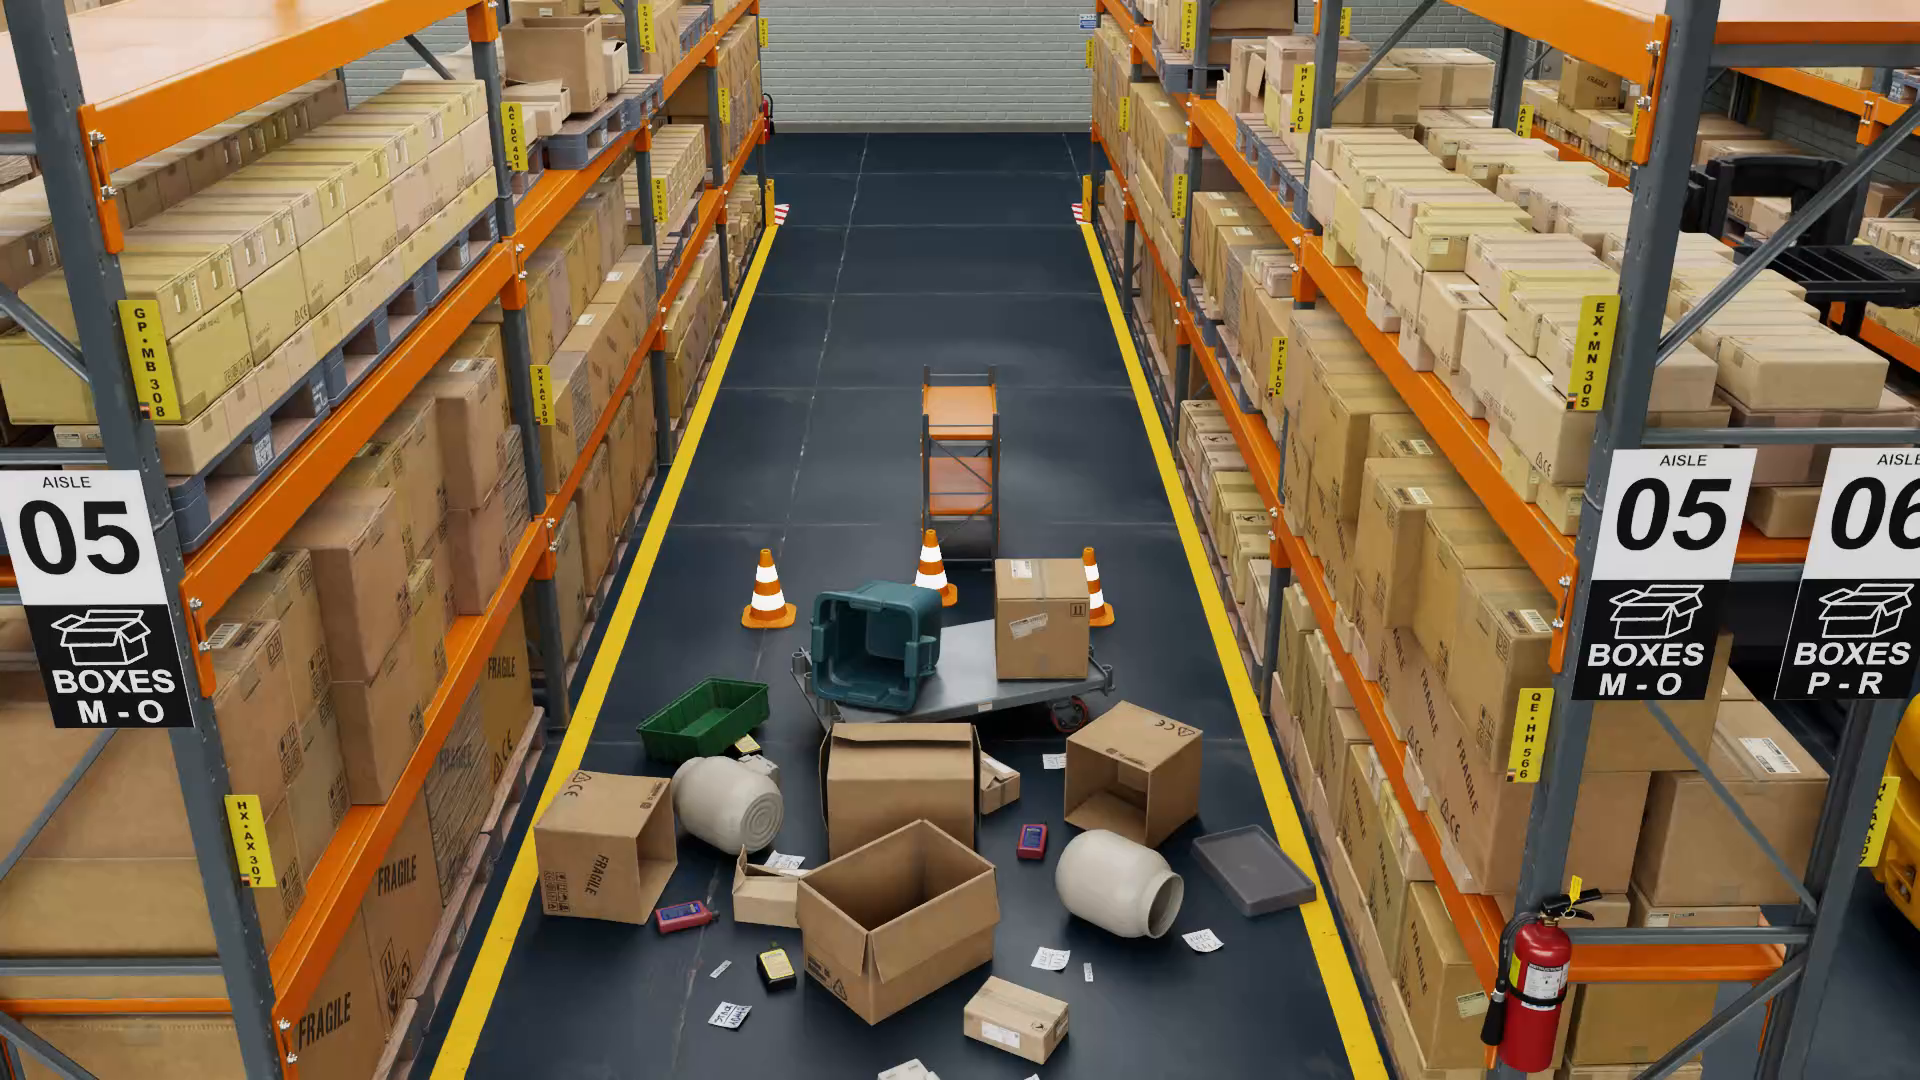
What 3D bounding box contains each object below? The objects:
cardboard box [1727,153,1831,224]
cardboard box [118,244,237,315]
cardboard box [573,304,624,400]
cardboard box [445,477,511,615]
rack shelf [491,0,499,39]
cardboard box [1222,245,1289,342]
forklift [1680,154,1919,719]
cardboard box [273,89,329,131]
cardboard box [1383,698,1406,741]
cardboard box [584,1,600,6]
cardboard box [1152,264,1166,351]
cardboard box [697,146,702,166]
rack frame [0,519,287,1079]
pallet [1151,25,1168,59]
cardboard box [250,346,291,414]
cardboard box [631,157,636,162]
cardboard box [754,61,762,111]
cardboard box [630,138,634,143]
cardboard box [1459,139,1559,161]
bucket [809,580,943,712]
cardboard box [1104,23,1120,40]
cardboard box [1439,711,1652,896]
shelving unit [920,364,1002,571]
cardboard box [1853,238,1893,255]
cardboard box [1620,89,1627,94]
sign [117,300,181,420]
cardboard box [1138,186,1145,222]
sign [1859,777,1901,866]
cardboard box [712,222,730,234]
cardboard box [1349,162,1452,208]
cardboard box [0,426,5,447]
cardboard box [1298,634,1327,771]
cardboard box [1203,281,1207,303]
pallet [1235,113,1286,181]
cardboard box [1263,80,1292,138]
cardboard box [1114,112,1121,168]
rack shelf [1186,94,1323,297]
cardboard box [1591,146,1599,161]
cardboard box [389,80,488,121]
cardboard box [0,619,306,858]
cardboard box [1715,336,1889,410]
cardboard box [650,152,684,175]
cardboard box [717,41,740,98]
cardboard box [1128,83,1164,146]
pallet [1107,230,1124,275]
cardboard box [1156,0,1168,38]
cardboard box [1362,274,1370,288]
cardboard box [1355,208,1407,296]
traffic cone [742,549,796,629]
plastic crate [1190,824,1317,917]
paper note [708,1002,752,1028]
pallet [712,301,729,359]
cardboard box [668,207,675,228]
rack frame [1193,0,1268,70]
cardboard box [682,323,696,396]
[{"bbox_3d":[6.947,-2.962,14.025,0.797,0.503,0.637,-1,24,-2],"label":"cardboard box"},{"bbox_3d":[-2.362,-0.763,4.862,0.380,0.149,0.250,0,24,0],"label":"cardboard box"},{"bbox_3d":[-2.470,-1.203,10.648,0.500,0.500,0.500,0,24,0],"label":"cardboard box"},{"bbox_3d":[-2.674,-0.006,7.941,0.875,0.550,0.550,0,24,-1],"label":"cardboard box"},{"bbox_3d":[-2.740,-3.364,9.626,1.077,0.370,4.000,0,24,-1],"label":"rack shelf"},{"bbox_3d":[1.983,-1.575,10.600,0.500,0.500,0.500,-1,24,-3],"label":"cardboard box"},{"bbox_3d":[4.604,-0.607,9.535,1.130,2.935,3.031,0,24,0],"label":"forklift"},{"bbox_3d":[-3.051,-1.912,7.403,0.380,0.149,0.250,0,24,-1],"label":"cardboard box"},{"bbox_3d":[1.972,0.703,6.861,0.380,0.149,0.250,-1,24,-1],"label":"cardboard box"},{"bbox_3d":[-3.042,-4.023,13.243,0.500,0.500,0.500,0,24,-1],"label":"cardboard box"},{"bbox_3d":[2.247,-2.272,15.203,0.875,0.875,0.875,0,24,1],"label":"cardboard box"},{"bbox_3d":[-2.600,-3.553,15.401,0.380,0.149,0.250,0,24,0],"label":"cardboard box"},{"bbox_3d":[-2.675,1.332,5.165,1.000,3.000,0.127,0,24,-1],"label":"rack frame"},{"bbox_3d":[2.111,-4.035,13.620,1.003,0.211,1.213,1,24,2],"label":"pallet"},{"bbox_3d":[-2.364,-0.508,5.267,0.380,0.149,0.250,0,24,0],"label":"cardboard box"},{"bbox_3d":[-3.262,-3.525,15.699,0.380,0.149,0.250,-1,24,-3],"label":"cardboard box"},{"bbox_3d":[-2.587,-5.258,19.253,0.500,0.500,0.500,0,24,1],"label":"cardboard box"},{"bbox_3d":[-3.262,-3.796,15.577,0.380,0.149,0.250,1,24,2],"label":"cardboard box"},{"bbox_3d":[2.531,-1.759,7.697,0.380,0.149,0.250,-1,24,-2],"label":"cardboard box"},{"bbox_3d":[-0.412,0.529,9.069,0.726,0.611,0.620,8,16,18],"label":"bucket"},{"bbox_3d":[1.809,-5.650,18.481,0.380,0.149,0.250,-1,24,-2],"label":"cardboard box"},{"bbox_3d":[1.992,0.865,5.716,0.500,0.500,0.500,-1,24,-1],"label":"cardboard box"},{"bbox_3d":[0.000,-0.515,11.524,0.538,1.125,1.048,0,24,-1],"label":"shelving unit"},{"bbox_3d":[6.885,-2.028,12.168,0.500,0.250,0.500,0,24,-1],"label":"cardboard box"},{"bbox_3d":[7.337,-5.015,19.019,0.500,0.250,0.500,0,24,0],"label":"cardboard box"},{"bbox_3d":[-2.120,-0.469,4.350,0.100,0.325,0.005,0,24,-1],"label":"sign"},{"bbox_3d":[1.880,-3.001,14.928,0.500,0.250,0.500,0,24,-1],"label":"cardboard box"},{"bbox_3d":[2.816,0.871,5.133,0.100,0.325,0.005,0,24,-1],"label":"sign"},{"bbox_3d":[-2.624,-3.244,17.511,0.380,0.149,0.250,-1,24,-2],"label":"cardboard box"},{"bbox_3d":[1.909,-1.540,7.212,0.380,0.149,0.250,0,24,-1],"label":"cardboard box"},{"bbox_3d":[-3.018,-0.292,4.791,0.380,0.149,0.250,0,24,-1],"label":"cardboard box"},{"bbox_3d":[1.984,0.805,8.248,0.500,0.500,0.500,1,24,2],"label":"cardboard box"},{"bbox_3d":[1.930,-1.741,11.754,0.380,0.149,0.250,-2,24,-4],"label":"cardboard box"},{"bbox_3d":[2.315,-2.343,9.879,1.213,0.211,1.003,0,24,-1],"label":"pallet"},{"bbox_3d":[2.074,-2.528,9.733,0.500,0.250,0.500,0,24,0],"label":"cardboard box"},{"bbox_3d":[1.871,-4.124,17.107,0.500,0.500,0.500,-1,24,-2],"label":"cardboard box"},{"bbox_3d":[2.208,-2.243,10.303,1.077,0.370,4.000,0,24,-1],"label":"rack shelf"},{"bbox_3d":[6.823,-4.039,17.344,0.380,0.149,0.250,0,24,1],"label":"cardboard box"},{"bbox_3d":[-2.396,-2.019,7.641,0.380,0.149,0.250,0,24,-1],"label":"cardboard box"},{"bbox_3d":[-2.640,0.619,5.250,0.875,0.550,0.550,0,24,-1],"label":"cardboard box"},{"bbox_3d":[2.474,-0.495,4.901,0.380,0.149,0.250,0,24,-1],"label":"cardboard box"},{"bbox_3d":[-2.593,-3.259,14.389,0.380,0.149,0.250,-1,24,-3],"label":"cardboard box"},{"bbox_3d":[-2.563,-4.858,17.155,0.500,0.500,0.500,0,24,0],"label":"cardboard box"},{"bbox_3d":[1.860,-3.995,15.609,0.500,0.500,0.500,0,24,0],"label":"cardboard box"},{"bbox_3d":[2.196,-3.224,18.621,1.003,0.211,1.213,0,24,-1],"label":"pallet"},{"bbox_3d":[1.877,-4.357,13.472,0.500,0.500,0.500,0,24,0],"label":"cardboard box"},{"bbox_3d":[2.011,-1.190,7.405,0.380,0.149,0.250,0,24,1],"label":"cardboard box"},{"bbox_3d":[1.968,-1.212,6.972,0.500,0.250,0.500,0,24,0],"label":"cardboard box"},{"bbox_3d":[-1.223,0.280,10.569,0.336,0.463,0.334,0,24,-1],"label":"traffic cone"},{"bbox_3d":[1.427,1.601,8.113,0.402,0.080,0.583,-9,26,-19],"label":"plastic crate"},{"bbox_3d":[-0.994,2.049,7.184,0.144,0.017,0.142,8,26,18],"label":"paper note"},{"bbox_3d":[-2.796,-2.021,15.963,1.003,0.211,1.213,0,24,-1],"label":"pallet"},{"bbox_3d":[-2.581,-2.669,13.807,0.380,0.149,0.250,1,24,1],"label":"cardboard box"},{"bbox_3d":[2.186,-4.762,11.358,1.000,3.000,0.127,0,24,-1],"label":"rack frame"},{"bbox_3d":[-2.524,-1.517,13.987,0.500,0.500,0.500,0,24,0],"label":"cardboard box"}]
